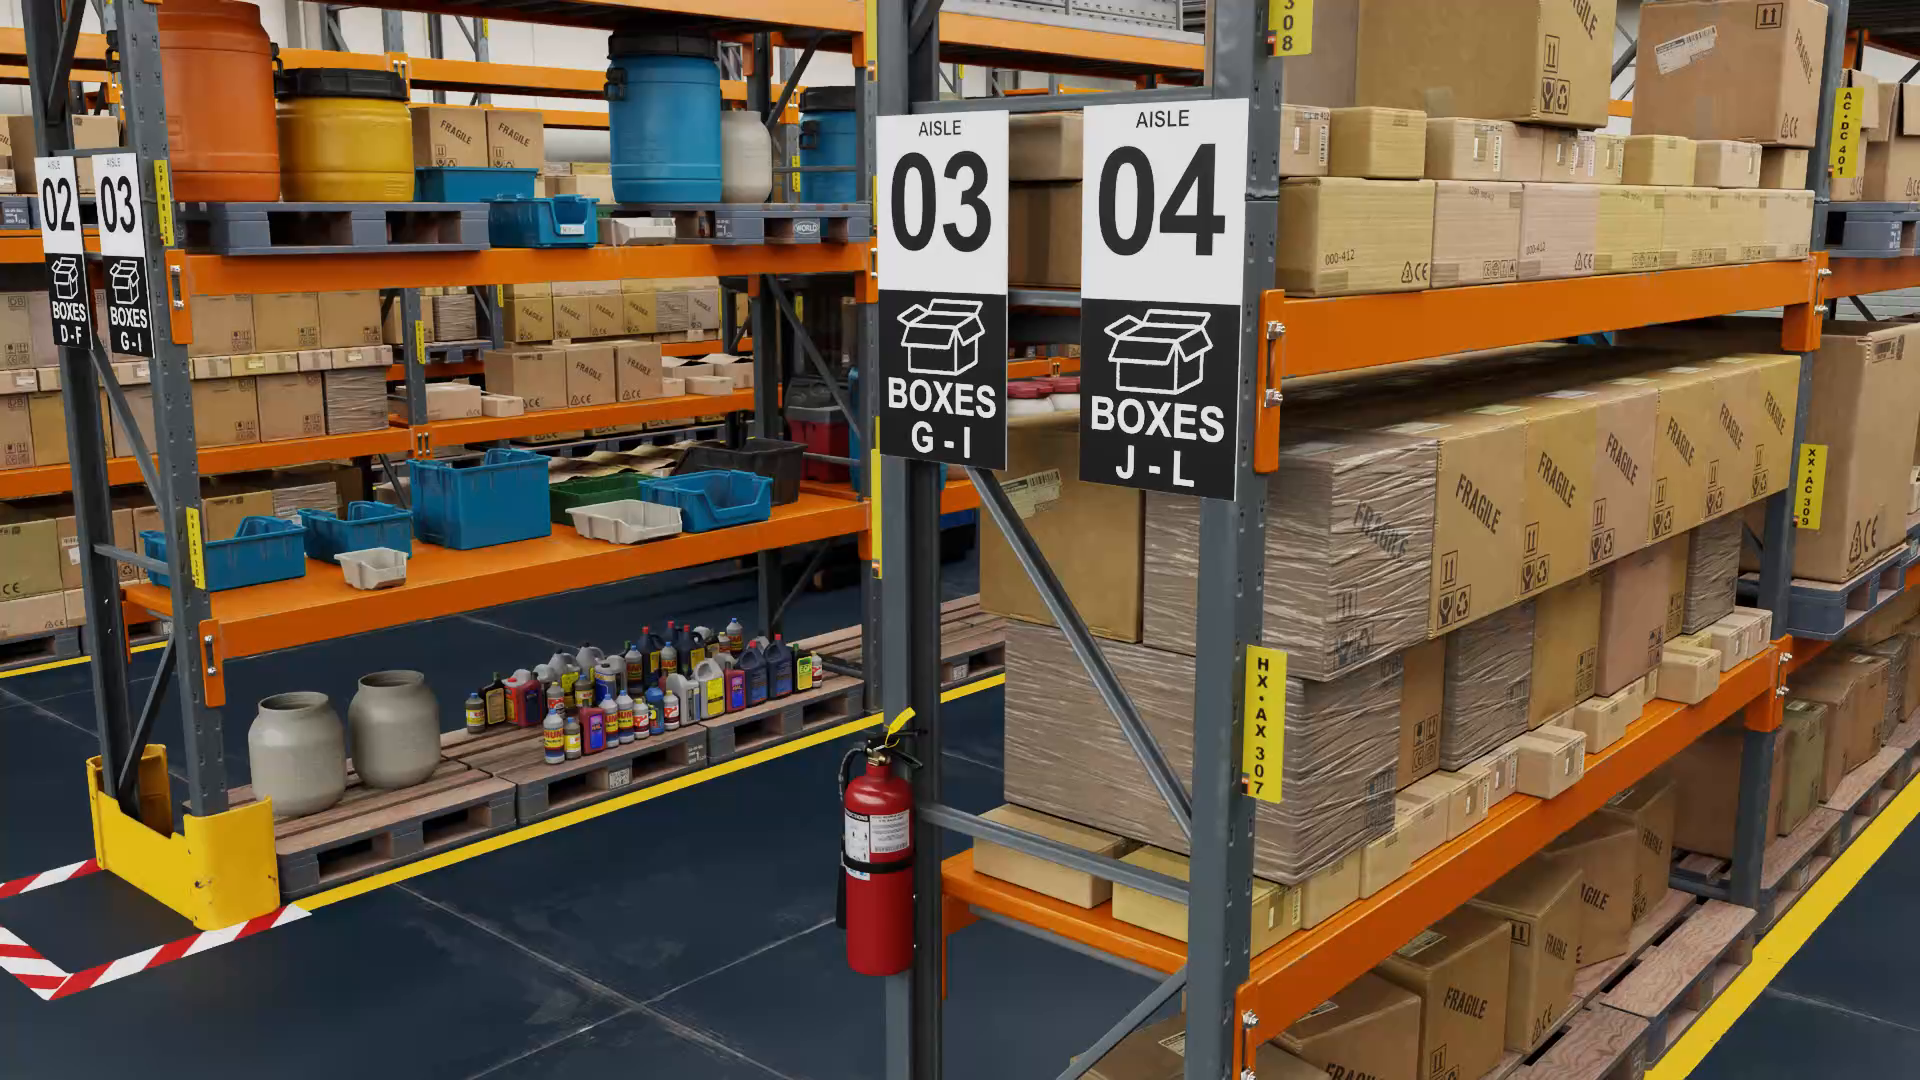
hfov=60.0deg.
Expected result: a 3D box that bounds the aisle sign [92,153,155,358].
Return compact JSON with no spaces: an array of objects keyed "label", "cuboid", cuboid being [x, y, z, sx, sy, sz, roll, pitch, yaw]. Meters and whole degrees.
[{"label":"aisle sign","cuboid":[-3.326,-1.129,6.607,0.394,0.787,0.004,10,15,40]}]

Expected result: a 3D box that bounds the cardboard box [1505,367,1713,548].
[{"label":"cardboard box","cuboid":[2.112,-0.287,5.462,0.500,0.500,0.500,10,15,40]}]

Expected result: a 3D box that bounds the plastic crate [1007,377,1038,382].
[{"label":"plastic crate","cuboid":[0.486,-0.913,11.999,0.402,0.464,0.583,10,15,40]}]

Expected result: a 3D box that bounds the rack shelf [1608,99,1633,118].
[{"label":"rack shelf","cuboid":[5.743,-4.355,16.939,1.077,0.370,4.000,10,15,40]}]

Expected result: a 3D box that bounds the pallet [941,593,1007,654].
[{"label":"pallet","cuboid":[0.437,0.575,11.831,1.003,0.211,1.213,10,15,40]}]

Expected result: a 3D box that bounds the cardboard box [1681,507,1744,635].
[{"label":"cardboard box","cuboid":[2.519,0.012,6.514,0.875,0.500,0.500,10,15,40]}]

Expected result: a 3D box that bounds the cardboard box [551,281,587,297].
[{"label":"cardboard box","cuboid":[-4.812,-3.046,19.860,0.500,0.250,0.500,9,15,40]}]

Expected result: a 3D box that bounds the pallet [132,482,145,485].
[{"label":"pallet","cuboid":[-7.787,-0.519,17.312,1.003,0.211,1.213,10,15,40]}]

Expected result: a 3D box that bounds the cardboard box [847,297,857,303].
[{"label":"cardboard box","cuboid":[-1.690,-3.389,23.793,0.980,0.700,0.700,9,14,38]}]

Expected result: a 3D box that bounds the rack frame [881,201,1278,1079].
[{"label":"rack frame","cuboid":[0.222,0.738,3.898,1.000,3.000,0.127,10,15,40]}]

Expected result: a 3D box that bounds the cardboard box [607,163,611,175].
[{"label":"cardboard box","cuboid":[-4.380,-4.414,20.654,0.700,0.500,0.500,10,15,40]}]

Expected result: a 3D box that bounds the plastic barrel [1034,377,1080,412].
[{"label":"plastic barrel","cuboid":[0.708,-0.842,11.460,0.433,0.535,0.433,0,11,0]}]

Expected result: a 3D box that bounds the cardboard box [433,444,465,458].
[{"label":"cardboard box","cuboid":[-6.095,-1.238,19.048,0.700,0.500,0.500,10,15,41]}]

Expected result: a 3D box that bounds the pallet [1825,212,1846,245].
[{"label":"pallet","cuboid":[4.032,-1.460,7.721,1.213,0.211,1.003,10,15,40]}]

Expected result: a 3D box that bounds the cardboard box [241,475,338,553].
[{"label":"cardboard box","cuboid":[-5.057,-0.189,12.571,0.500,0.500,0.500,10,15,40]}]

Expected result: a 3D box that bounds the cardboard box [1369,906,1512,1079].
[{"label":"cardboard box","cuboid":[1.443,1.486,5.463,0.500,0.500,0.500,-10,15,-42]}]

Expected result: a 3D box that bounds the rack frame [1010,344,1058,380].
[{"label":"rack frame","cuboid":[0.705,-2.309,19.153,1.000,3.000,0.127,10,15,40]}]

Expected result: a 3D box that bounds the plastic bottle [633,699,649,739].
[{"label":"plastic bottle","cuboid":[-1.710,0.948,8.868,0.097,0.201,0.097,0,11,0]}]

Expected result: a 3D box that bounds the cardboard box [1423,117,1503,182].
[{"label":"cardboard box","cuboid":[1.129,-0.975,4.182,0.380,0.149,0.250,11,15,43]}]

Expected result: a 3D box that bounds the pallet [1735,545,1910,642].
[{"label":"pallet","cuboid":[3.476,0.150,7.332,1.003,0.211,1.213,10,15,40]}]

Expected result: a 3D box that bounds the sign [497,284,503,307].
[{"label":"sign","cuboid":[-5.245,-2.821,18.961,0.100,0.325,0.005,10,15,40]}]

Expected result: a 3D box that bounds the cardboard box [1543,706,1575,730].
[{"label":"cardboard box","cuboid":[1.718,0.588,5.291,0.380,0.149,0.250,10,15,40]}]

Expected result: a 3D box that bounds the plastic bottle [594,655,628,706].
[{"label":"plastic bottle","cuboid":[-1.980,0.800,9.419,0.152,0.276,0.135,10,15,40]}]

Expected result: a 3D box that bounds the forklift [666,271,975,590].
[{"label":"forklift","cuboid":[-1.249,-1.148,13.515,1.130,2.935,3.031,10,15,42]}]

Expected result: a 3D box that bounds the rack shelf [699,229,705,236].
[{"label":"rack shelf","cuboid":[-3.256,-2.545,14.510,1.077,0.370,4.000,10,15,40]}]

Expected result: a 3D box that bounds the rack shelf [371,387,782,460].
[{"label":"rack shelf","cuboid":[-3.256,-1.074,14.804,1.077,0.370,4.000,10,15,40]}]

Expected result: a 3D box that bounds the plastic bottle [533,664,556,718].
[{"label":"plastic bottle","cuboid":[-2.337,0.836,9.235,0.152,0.276,0.135,9,15,39]}]

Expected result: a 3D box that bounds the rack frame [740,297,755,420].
[{"label":"rack frame","cuboid":[-3.019,-2.949,22.357,1.000,3.000,0.127,10,15,40]}]

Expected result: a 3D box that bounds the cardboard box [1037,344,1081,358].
[{"label":"cardboard box","cuboid":[1.246,-2.398,19.342,0.500,0.500,0.500,10,15,42]}]

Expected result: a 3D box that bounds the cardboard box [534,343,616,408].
[{"label":"cardboard box","cuboid":[-3.379,-1.443,14.563,0.500,0.500,0.500,10,15,40]}]

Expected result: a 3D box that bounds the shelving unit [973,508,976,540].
[{"label":"shelving unit","cuboid":[-0.010,-0.586,15.122,0.258,1.200,0.189,10,15,40]}]

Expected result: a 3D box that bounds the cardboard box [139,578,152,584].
[{"label":"cardboard box","cuboid":[-5.704,0.328,11.897,0.500,0.250,0.500,10,15,40]}]

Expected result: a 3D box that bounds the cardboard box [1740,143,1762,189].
[{"label":"cardboard box","cuboid":[2.520,-1.283,5.722,0.380,0.149,0.250,9,14,38]}]

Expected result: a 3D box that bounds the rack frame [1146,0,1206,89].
[{"label":"rack frame","cuboid":[1.783,-4.022,12.410,1.000,3.000,0.127,10,15,40]}]

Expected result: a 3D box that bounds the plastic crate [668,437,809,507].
[{"label":"plastic crate","cuboid":[-1.299,-0.400,9.754,0.767,0.338,0.504,10,15,40]}]

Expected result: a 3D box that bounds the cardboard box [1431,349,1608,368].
[{"label":"cardboard box","cuboid":[2.046,-0.429,6.172,0.500,0.500,0.500,10,15,40]}]

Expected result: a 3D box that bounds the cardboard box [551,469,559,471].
[{"label":"cardboard box","cuboid":[-3.854,-0.512,14.671,0.500,0.311,0.500,10,15,40]}]

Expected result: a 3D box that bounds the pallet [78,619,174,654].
[{"label":"pallet","cuboid":[-5.938,0.527,12.072,1.003,0.211,1.213,10,15,40]}]

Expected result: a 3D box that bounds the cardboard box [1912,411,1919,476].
[{"label":"cardboard box","cuboid":[4.883,-0.515,8.841,0.500,0.500,0.700,-9,15,-39]}]

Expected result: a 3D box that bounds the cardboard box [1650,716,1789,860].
[{"label":"cardboard box","cuboid":[3.284,1.072,7.485,0.700,0.500,0.500,8,14,36]}]

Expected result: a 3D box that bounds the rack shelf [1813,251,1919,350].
[{"label":"rack shelf","cuboid":[4.183,-1.263,8.095,1.077,0.370,4.000,10,15,40]}]

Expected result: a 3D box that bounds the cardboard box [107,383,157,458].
[{"label":"cardboard box","cuboid":[-5.879,-0.888,11.782,0.700,0.500,0.500,10,15,42]}]

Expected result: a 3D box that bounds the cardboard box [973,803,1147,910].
[{"label":"cardboard box","cuboid":[0.255,0.792,4.267,0.380,0.149,0.250,10,15,40]}]

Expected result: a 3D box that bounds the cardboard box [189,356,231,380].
[{"label":"cardboard box","cuboid":[-5.434,-1.245,11.914,0.380,0.149,0.250,10,15,42]}]

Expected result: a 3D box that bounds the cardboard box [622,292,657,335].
[{"label":"cardboard box","cuboid":[-4.127,-2.830,20.695,0.500,0.500,0.500,10,15,42]}]

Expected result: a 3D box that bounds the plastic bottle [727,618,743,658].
[{"label":"plastic bottle","cuboid":[-1.398,0.621,10.324,0.097,0.271,0.097,0,11,0]}]

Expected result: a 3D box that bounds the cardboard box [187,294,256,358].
[{"label":"cardboard box","cuboid":[-5.528,-1.603,12.051,0.700,0.500,0.500,10,15,40]}]

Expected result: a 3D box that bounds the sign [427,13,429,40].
[{"label":"sign","cuboid":[-6.079,-5.909,19.073,0.100,0.325,0.005,10,15,40]}]

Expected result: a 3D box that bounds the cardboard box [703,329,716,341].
[{"label":"cardboard box","cuboid":[-3.383,-2.677,21.585,0.380,0.149,0.250,10,15,42]}]

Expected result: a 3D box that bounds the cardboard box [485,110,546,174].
[{"label":"cardboard box","cuboid":[-3.781,-3.276,13.730,0.500,0.500,0.500,-10,15,-42]}]

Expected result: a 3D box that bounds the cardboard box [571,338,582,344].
[{"label":"cardboard box","cuboid":[-4.783,-2.383,20.112,0.380,0.149,0.250,10,15,40]}]

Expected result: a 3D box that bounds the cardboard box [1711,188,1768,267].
[{"label":"cardboard box","cuboid":[2.405,-1.072,5.683,0.500,0.250,0.500,10,15,42]}]

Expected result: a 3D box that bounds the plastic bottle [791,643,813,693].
[{"label":"plastic bottle","cuboid":[-0.928,0.738,9.706,0.061,0.283,0.133,11,16,43]}]

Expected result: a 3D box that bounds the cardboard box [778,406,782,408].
[{"label":"cardboard box","cuboid":[-2.448,-2.026,23.045,0.700,0.500,0.500,10,15,41]}]
